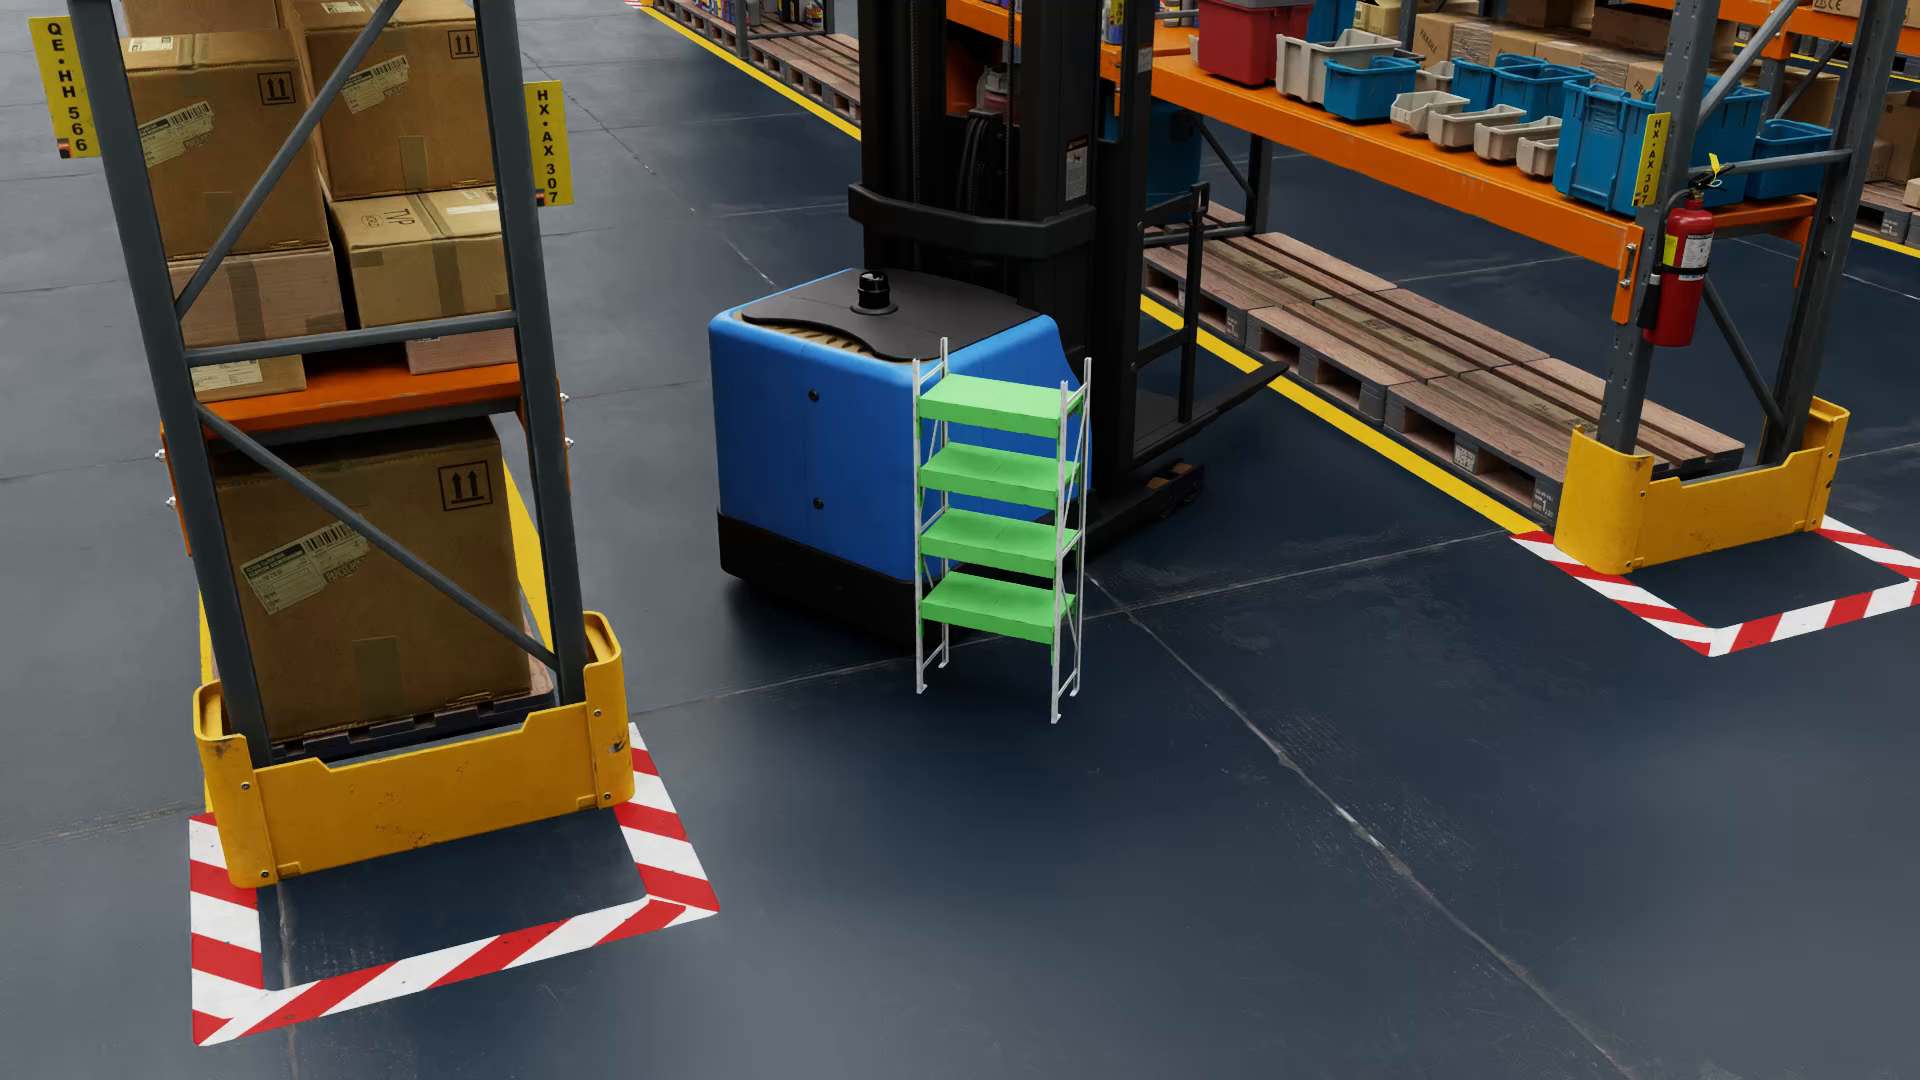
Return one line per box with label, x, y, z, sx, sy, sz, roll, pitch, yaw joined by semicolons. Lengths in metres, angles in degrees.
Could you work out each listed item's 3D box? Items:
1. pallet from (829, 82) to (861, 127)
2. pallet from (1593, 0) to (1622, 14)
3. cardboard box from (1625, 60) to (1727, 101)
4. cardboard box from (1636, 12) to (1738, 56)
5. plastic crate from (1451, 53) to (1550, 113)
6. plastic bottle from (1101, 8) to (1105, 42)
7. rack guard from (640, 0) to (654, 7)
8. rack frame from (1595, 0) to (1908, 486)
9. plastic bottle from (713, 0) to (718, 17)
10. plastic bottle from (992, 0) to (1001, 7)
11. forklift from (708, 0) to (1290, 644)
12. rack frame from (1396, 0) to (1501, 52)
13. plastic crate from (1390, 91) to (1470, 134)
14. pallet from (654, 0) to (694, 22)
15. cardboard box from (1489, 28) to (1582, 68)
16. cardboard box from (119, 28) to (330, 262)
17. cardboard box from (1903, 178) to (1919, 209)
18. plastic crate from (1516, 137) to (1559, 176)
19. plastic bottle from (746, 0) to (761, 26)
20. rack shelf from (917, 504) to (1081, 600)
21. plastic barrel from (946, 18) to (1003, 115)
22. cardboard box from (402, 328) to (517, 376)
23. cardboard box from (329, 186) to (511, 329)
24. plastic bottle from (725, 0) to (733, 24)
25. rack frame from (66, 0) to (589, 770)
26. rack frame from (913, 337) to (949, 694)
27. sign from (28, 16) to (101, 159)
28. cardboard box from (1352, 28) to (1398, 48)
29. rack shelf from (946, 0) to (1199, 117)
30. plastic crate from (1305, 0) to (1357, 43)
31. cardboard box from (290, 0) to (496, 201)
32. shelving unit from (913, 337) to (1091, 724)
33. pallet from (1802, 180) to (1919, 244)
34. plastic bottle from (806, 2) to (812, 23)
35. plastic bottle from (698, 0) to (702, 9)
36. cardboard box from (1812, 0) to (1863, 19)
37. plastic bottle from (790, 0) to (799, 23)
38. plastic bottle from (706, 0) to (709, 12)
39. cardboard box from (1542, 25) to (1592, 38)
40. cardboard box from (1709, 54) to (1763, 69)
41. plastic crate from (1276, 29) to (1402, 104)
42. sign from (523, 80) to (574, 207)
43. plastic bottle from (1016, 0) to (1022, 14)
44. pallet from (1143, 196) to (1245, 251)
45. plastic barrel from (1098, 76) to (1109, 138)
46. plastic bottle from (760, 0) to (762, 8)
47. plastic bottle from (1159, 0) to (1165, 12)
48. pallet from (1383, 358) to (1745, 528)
pallet;-0.443;-3.674;14.035;1.003;0.211;1.213;-11;28;-21
pallet;7.680;-6.358;19.531;1.003;0.211;1.213;-11;28;-21
cardboard box;5.307;-3.268;12.372;0.500;0.500;0.500;-10;28;-20
cardboard box;5.593;-3.895;12.801;0.500;0.250;0.500;-11;28;-20
plastic crate;2.530;-2.139;7.834;0.416;0.233;0.300;-11;28;-21
plastic bottle;0.868;-3.049;9.803;0.097;0.201;0.097;0;26;0
rack guard;-3.236;-6.692;19.886;1.175;0.500;0.348;-11;28;-21
rack frame;2.957;-1.378;6.154;1.000;3.000;0.127;-11;28;-21
plastic bottle;-2.521;-5.681;17.570;0.152;0.276;0.135;-10;28;-20
plastic bottle;0.298;-3.730;11.028;0.144;0.351;0.185;-11;28;-21
forklift;0.386;-1.532;6.547;1.130;2.935;3.031;19;32;34
rack frame;4.384;-5.457;14.509;1.000;3.000;0.127;-11;28;-21
plastic crate;2.107;-1.929;7.514;0.298;0.136;0.250;-11;28;-21
pallet;-2.922;-6.233;19.275;1.003;0.211;1.213;-11;28;-21
cardboard box;4.701;-3.885;13.636;0.500;0.500;0.500;-11;28;-21
cardboard box;-2.033;-1.082;4.524;0.500;0.500;0.500;-10;28;-20
cardboard box;6.263;-2.213;10.592;0.380;0.166;0.250;-11;28;-21
plastic crate;2.471;-1.585;6.809;0.396;0.136;0.243;-11;28;-21
plastic bottle;-2.127;-5.465;17.043;0.144;0.351;0.185;-11;28;-21
rack shelf;0.131;0.036;5.455;0.480;0.148;0.258;11;28;20
plastic barrel;0.032;-3.627;12.754;0.600;0.830;0.708;-11;28;-21
cardboard box;-1.435;-0.614;4.876;0.380;0.149;0.250;-10;28;-20
cardboard box;-1.540;-0.834;4.871;0.500;0.250;0.500;-11;28;-22
plastic bottle;-2.335;-5.518;17.150;0.144;0.351;0.185;-12;29;-23
rack frame;-1.600;-0.527;4.411;1.000;3.000;0.127;-11;28;-21
rack frame;-0.094;-0.063;5.512;0.015;1.200;0.240;11;28;20
sign;-2.105;-1.066;3.926;0.100;0.325;0.005;-11;28;-21
cardboard box;3.953;-4.581;15.369;0.500;0.250;0.500;-10;28;-19
rack shelf;0.608;-3.477;11.273;1.077;0.370;4.000;-11;28;-21
plastic crate;1.888;-2.883;9.186;0.392;0.384;0.575;-11;28;-21
cardboard box;-1.735;-1.373;5.119;0.500;0.500;0.500;-11;28;-22
shelving unit;0.131;-0.022;5.427;0.503;1.200;0.258;11;28;20
pallet;6.218;-2.312;11.245;1.003;0.211;1.213;-11;28;-21
plastic bottle;-1.543;-5.449;17.179;0.097;0.201;0.097;0;26;0
plastic bottle;-2.813;-5.935;18.080;0.061;0.283;0.133;-10;28;-20
cardboard box;5.899;-3.635;10.662;0.500;0.500;0.500;-10;28;-19
plastic bottle;-1.713;-5.511;17.213;0.061;0.283;0.133;-11;28;-21
plastic bottle;-2.673;-5.773;17.844;0.097;0.201;0.097;0;26;0
cardboard box;5.168;-3.986;13.842;0.500;0.500;0.500;-12;28;-22
cardboard box;5.766;-3.368;12.576;0.500;0.500;0.500;-10;28;-20
plastic crate;1.819;-2.319;8.147;0.437;0.282;0.530;-11;28;-21
sign;-1.087;-1.045;4.394;0.100;0.325;0.005;-11;28;-21
plastic bottle;0.455;-3.540;10.723;0.152;0.276;0.135;-11;28;-21
pallet;1.127;-2.059;10.726;1.003;0.211;1.213;-11;28;-21
plastic barrel;0.916;-2.747;10.871;0.600;0.901;0.708;-11;28;-21
plastic bottle;-2.166;-5.920;18.145;0.097;0.201;0.097;0;26;0
plastic bottle;1.320;-3.434;10.591;0.097;0.201;0.097;0;26;0
pallet;2.670;-0.465;7.461;1.003;0.211;1.213;-11;28;-21
